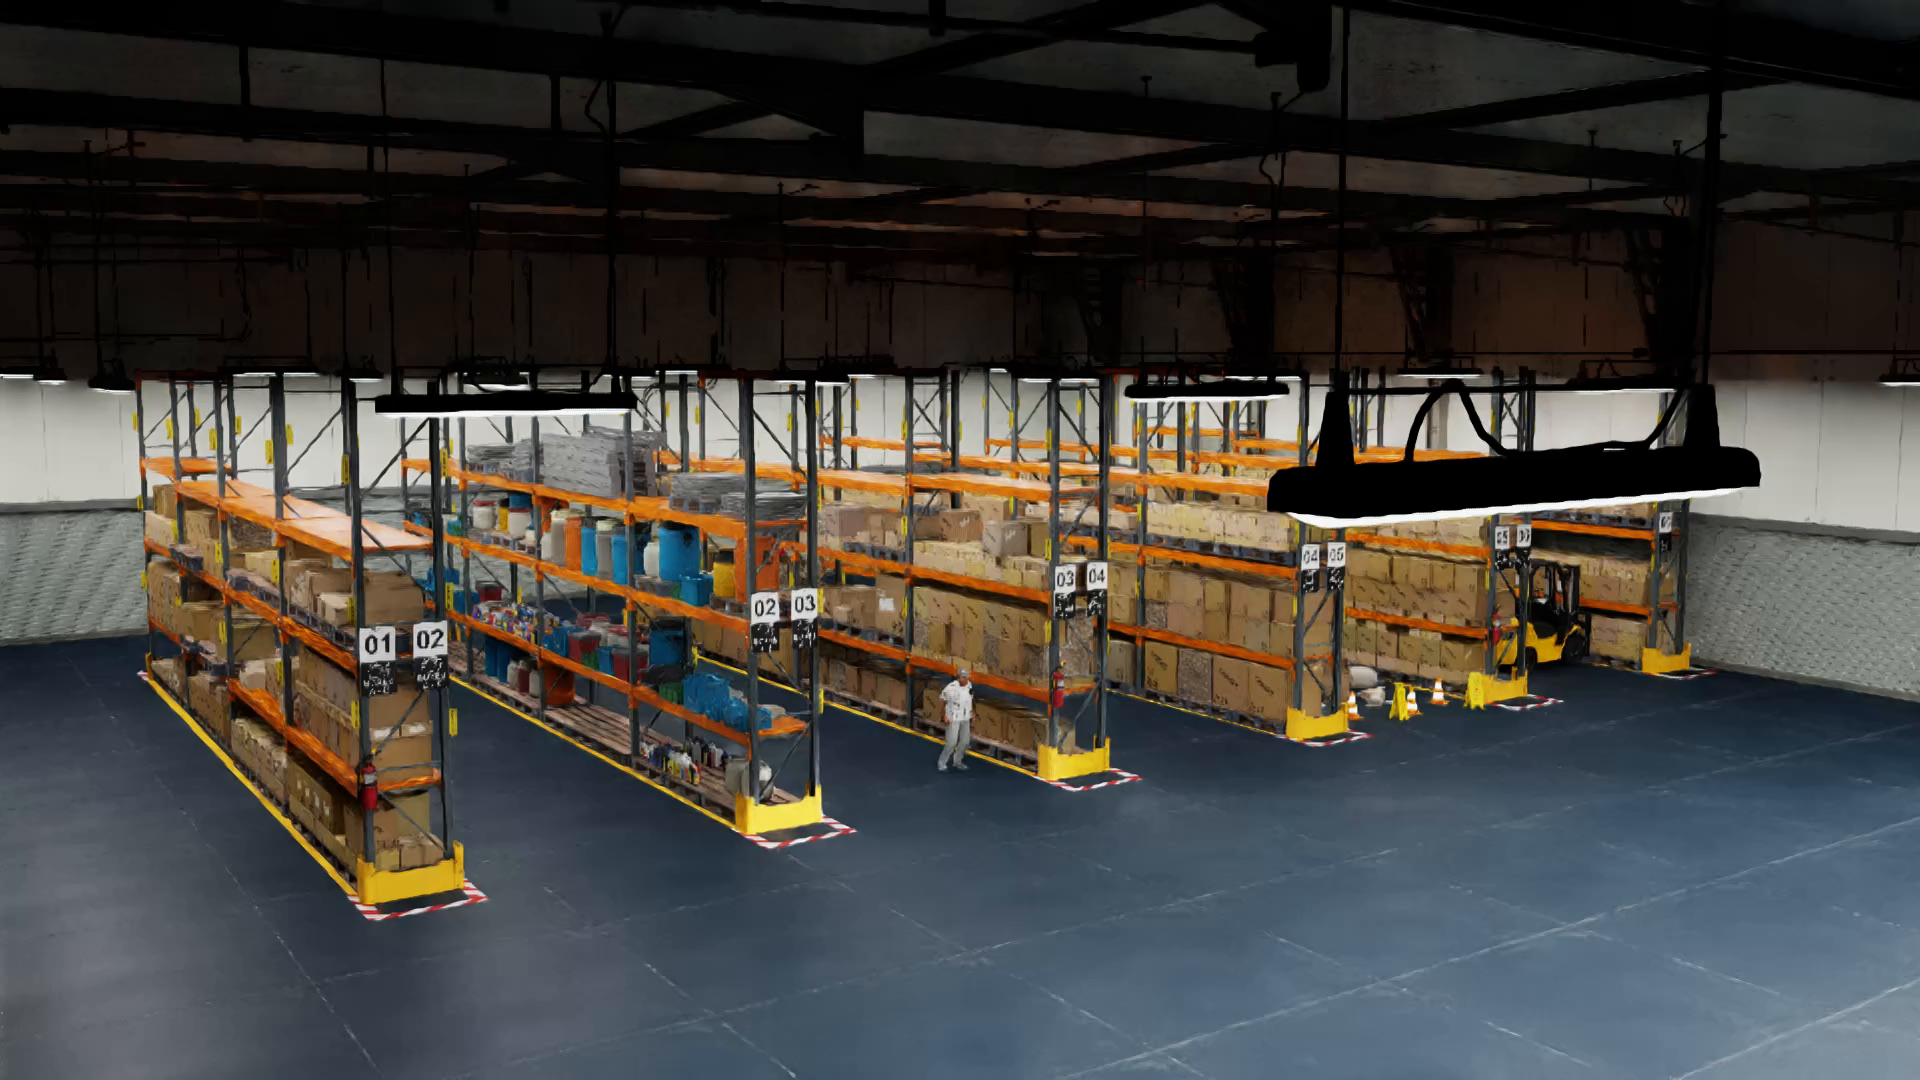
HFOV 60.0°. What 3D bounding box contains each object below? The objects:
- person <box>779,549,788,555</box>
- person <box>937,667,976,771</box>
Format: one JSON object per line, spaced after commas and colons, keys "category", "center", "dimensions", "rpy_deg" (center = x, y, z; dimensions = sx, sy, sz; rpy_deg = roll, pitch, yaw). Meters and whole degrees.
{"category": "person", "center": [-4.242, 1.062, 39.117], "dimensions": [0.660, 1.742, 0.552], "rpy_deg": [-5, 8, -35]}
{"category": "person", "center": [-0.027, 2.705, 25.178], "dimensions": [0.625, 1.607, 0.575], "rpy_deg": [-5, 8, -35]}
